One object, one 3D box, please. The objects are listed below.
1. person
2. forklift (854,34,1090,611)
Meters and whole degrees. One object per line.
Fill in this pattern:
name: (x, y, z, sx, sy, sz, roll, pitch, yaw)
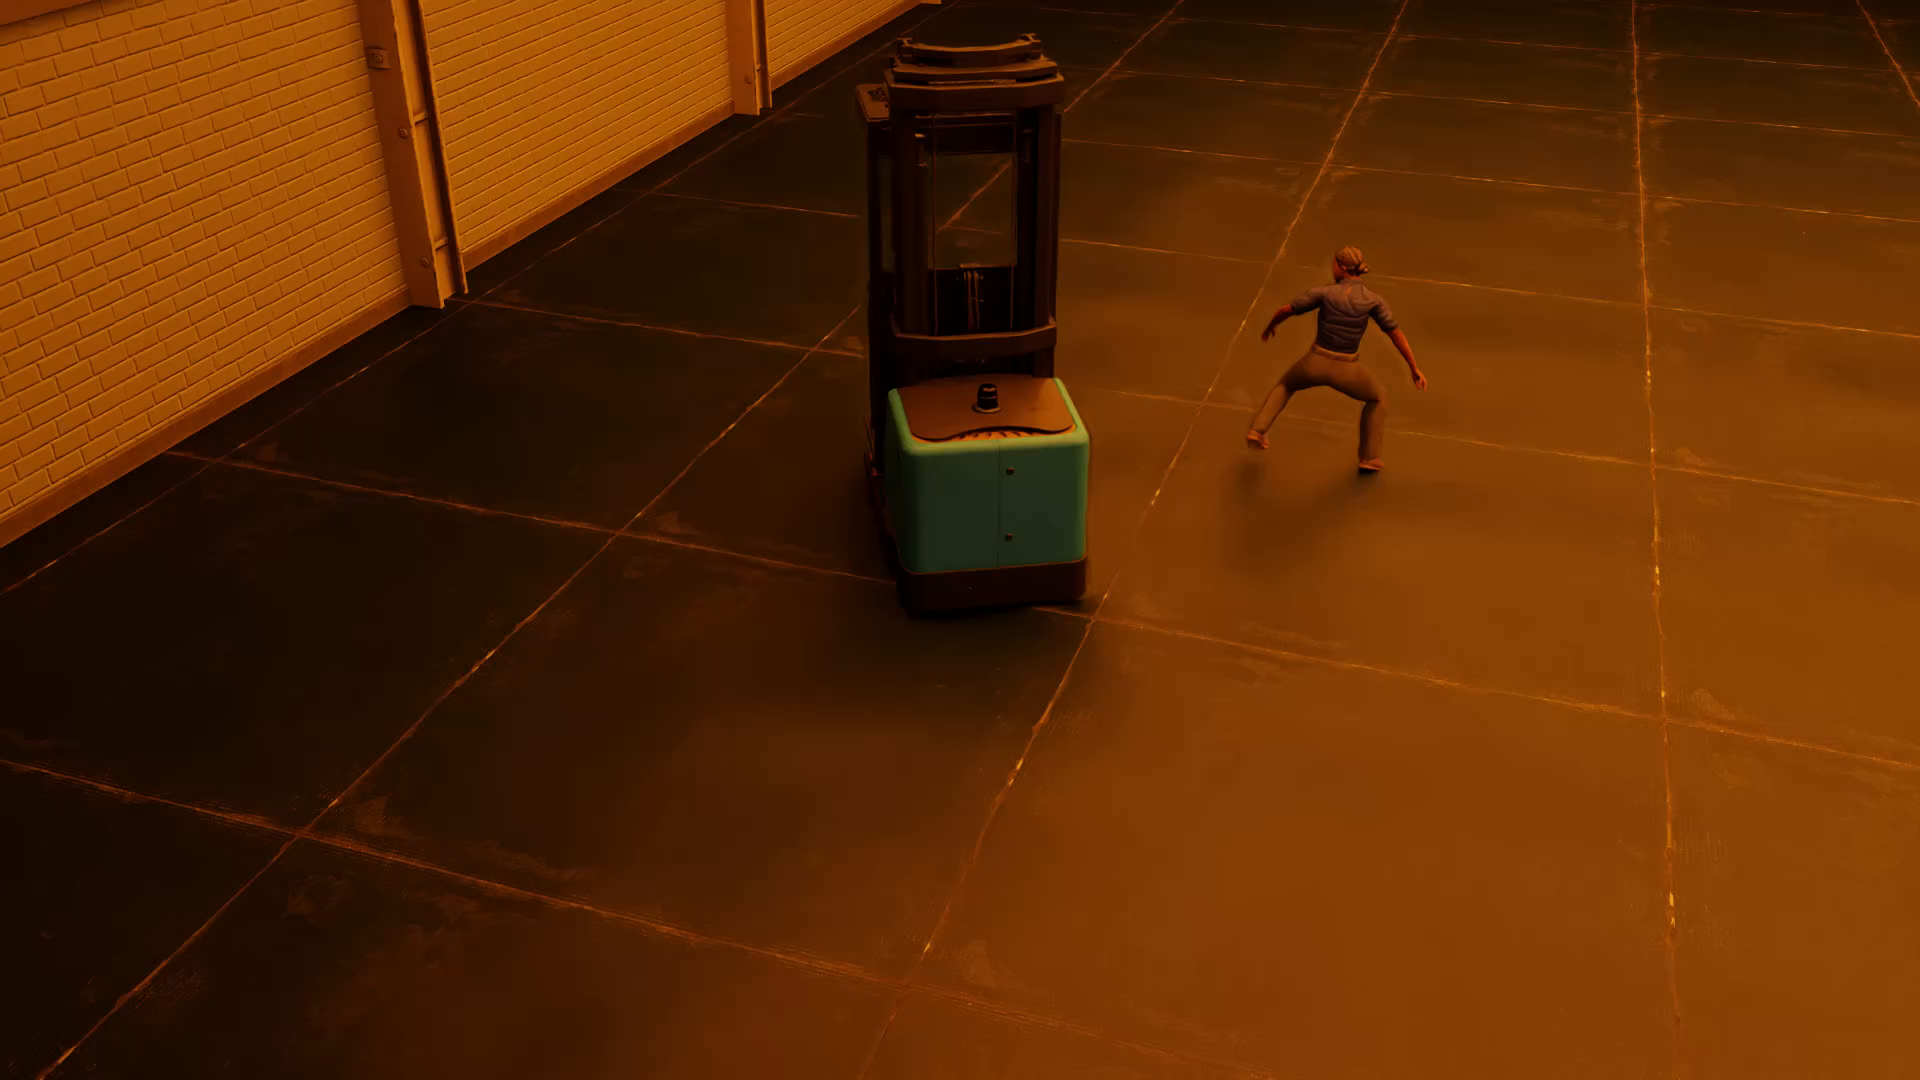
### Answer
person: (2.431, -1.101, 10.601, 1.079, 1.533, 0.480, 9, 31, 16)
forklift: (-0.016, -1.588, 9.923, 1.130, 2.935, 3.031, -4, 30, -8)
